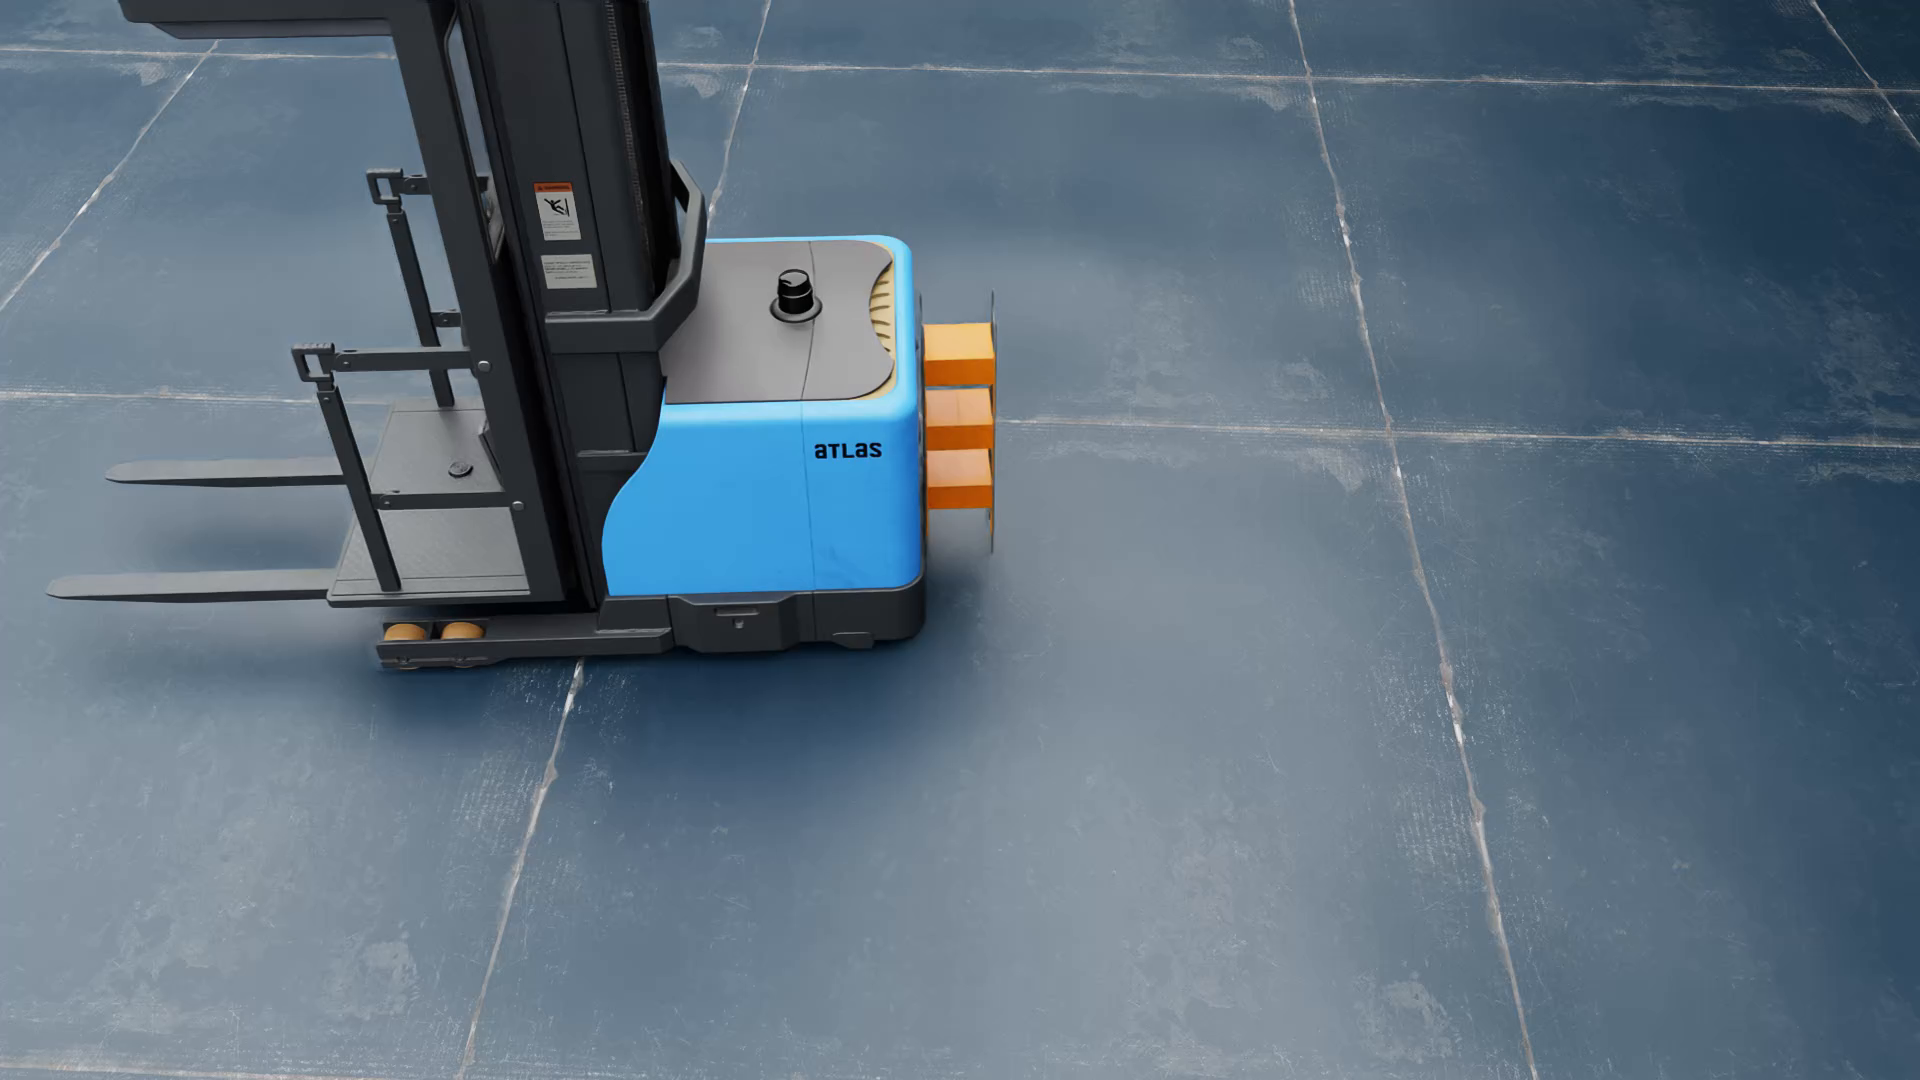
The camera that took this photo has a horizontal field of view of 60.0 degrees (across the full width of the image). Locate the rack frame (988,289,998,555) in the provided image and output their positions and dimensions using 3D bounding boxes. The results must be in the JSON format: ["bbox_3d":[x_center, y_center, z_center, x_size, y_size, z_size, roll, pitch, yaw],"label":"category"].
[{"bbox_3d":[0.115,-0.397,5.906,0.008,1.050,0.200,-2,43,-2],"label":"rack frame"}]

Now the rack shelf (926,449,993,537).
[{"bbox_3d":[-0.006,-0.182,6.098,0.240,0.259,0.215,-2,43,-2],"label":"rack shelf"}]

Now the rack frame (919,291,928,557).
[{"bbox_3d":[-0.128,-0.388,5.897,0.008,1.050,0.200,-2,43,-2],"label":"rack frame"}]

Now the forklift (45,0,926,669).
[{"bbox_3d":[-1.652,-0.993,5.166,3.031,2.935,1.130,-2,43,-2],"label":"forklift"}]

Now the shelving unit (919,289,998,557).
[{"bbox_3d":[-0.006,-0.393,5.901,0.252,1.050,0.215,-2,43,-2],"label":"shelving unit"}]

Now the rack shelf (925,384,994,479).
[{"bbox_3d":[-0.006,-0.385,5.909,0.240,0.259,0.215,-2,43,-2],"label":"rack shelf"}]

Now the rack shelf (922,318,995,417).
[{"bbox_3d":[-0.006,-0.593,5.715,0.240,0.259,0.215,-2,43,-2],"label":"rack shelf"}]
